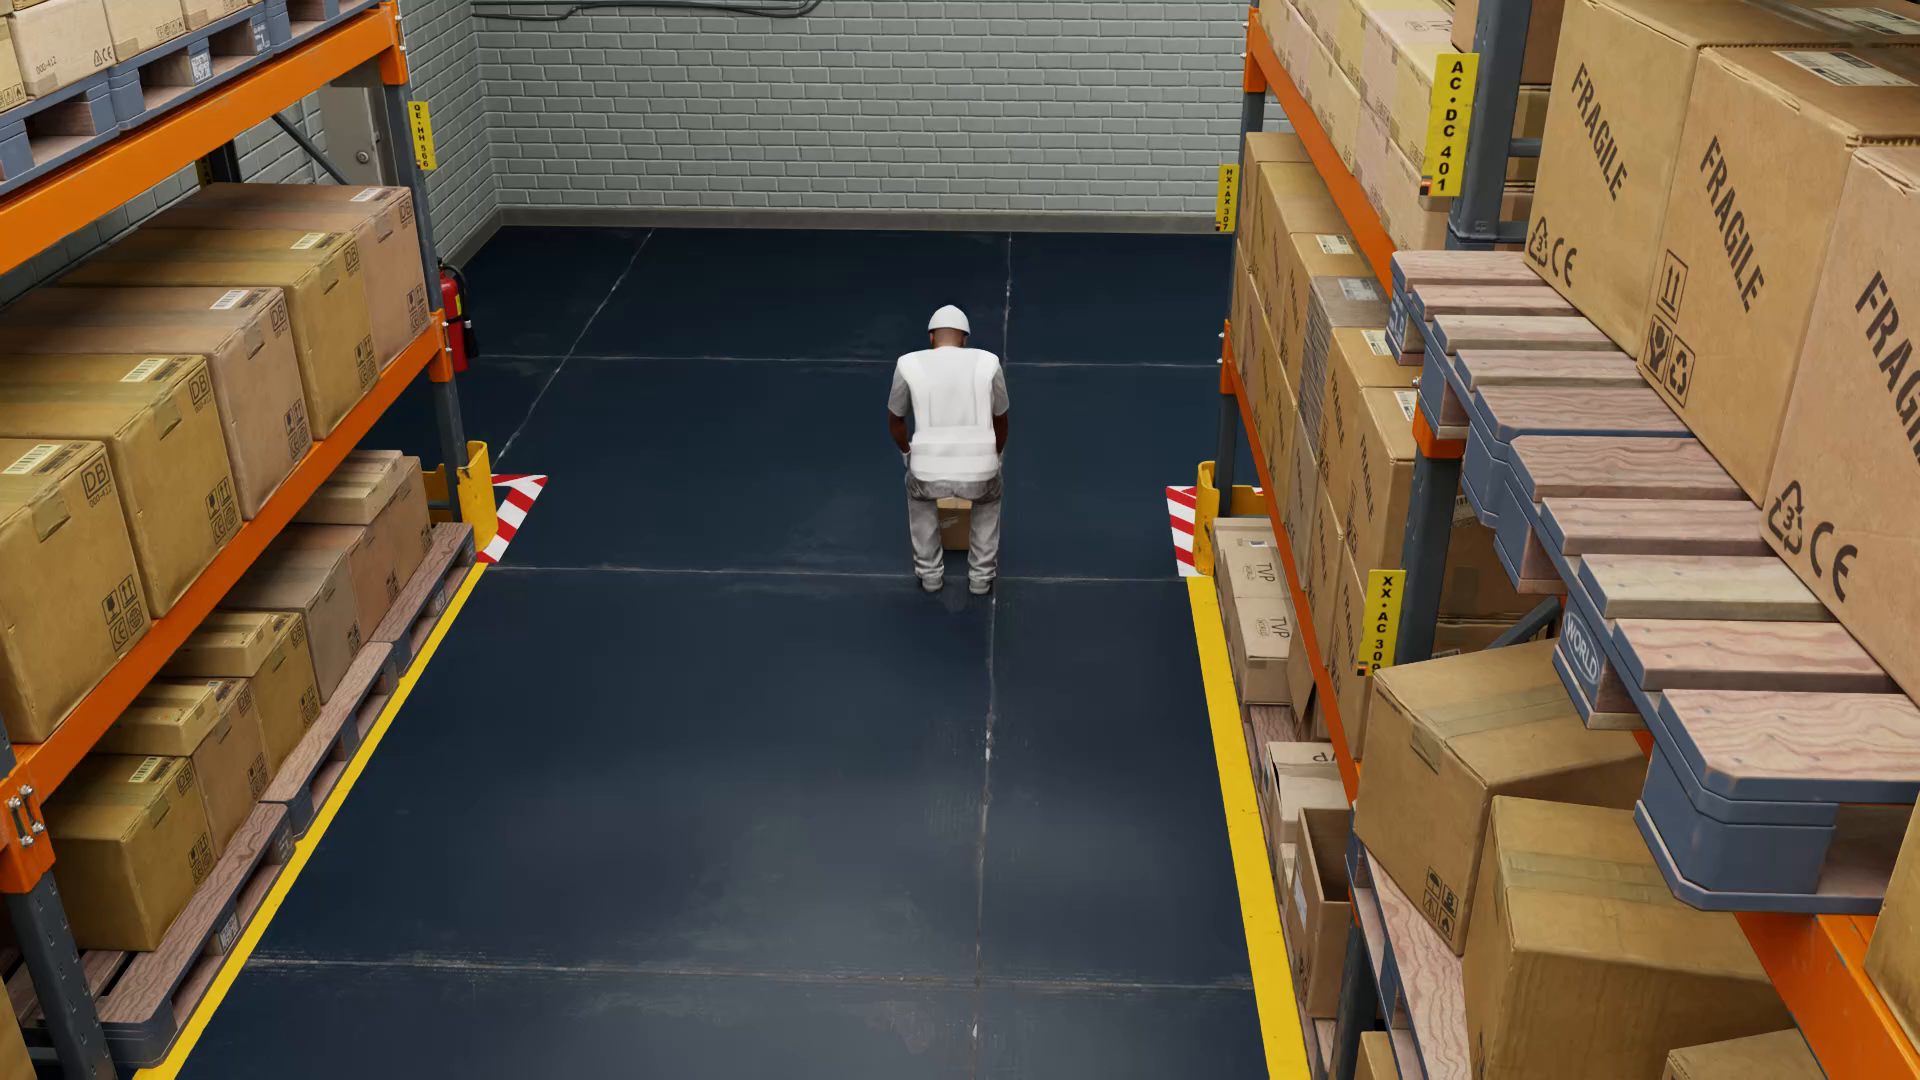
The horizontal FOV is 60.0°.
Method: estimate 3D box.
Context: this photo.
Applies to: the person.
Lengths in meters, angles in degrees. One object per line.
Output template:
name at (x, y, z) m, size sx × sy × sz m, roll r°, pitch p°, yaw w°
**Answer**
person at (-0.063, -0.423, 8.339) m, size 0.613 × 1.380 × 0.789 m, roll 1°, pitch 28°, yaw 2°
